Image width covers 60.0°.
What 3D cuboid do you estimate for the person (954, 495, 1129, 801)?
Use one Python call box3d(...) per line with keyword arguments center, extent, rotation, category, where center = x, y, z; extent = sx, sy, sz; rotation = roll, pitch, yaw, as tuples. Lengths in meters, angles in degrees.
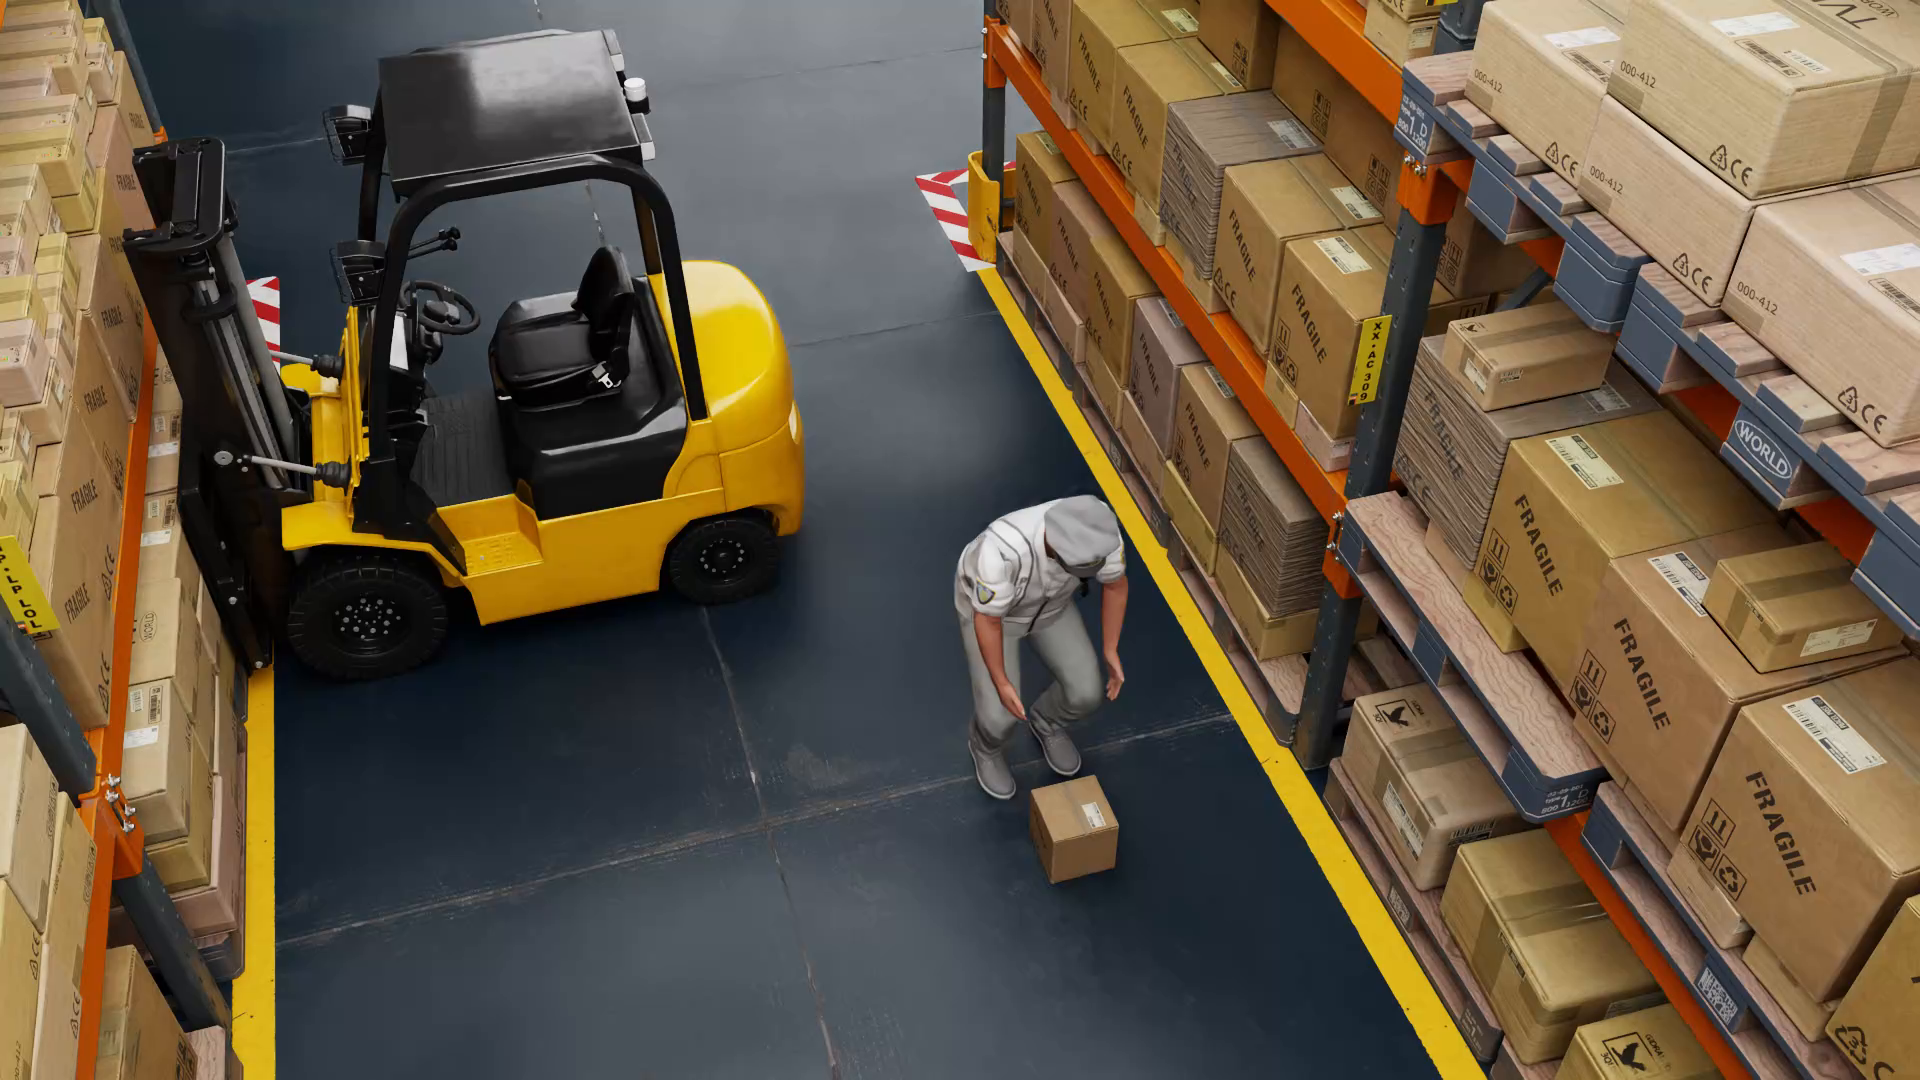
box3d(center=(0.296, 0.320, 5.998), extent=(0.588, 1.496, 0.752), rotation=(-14, 44, -15), category="person")
